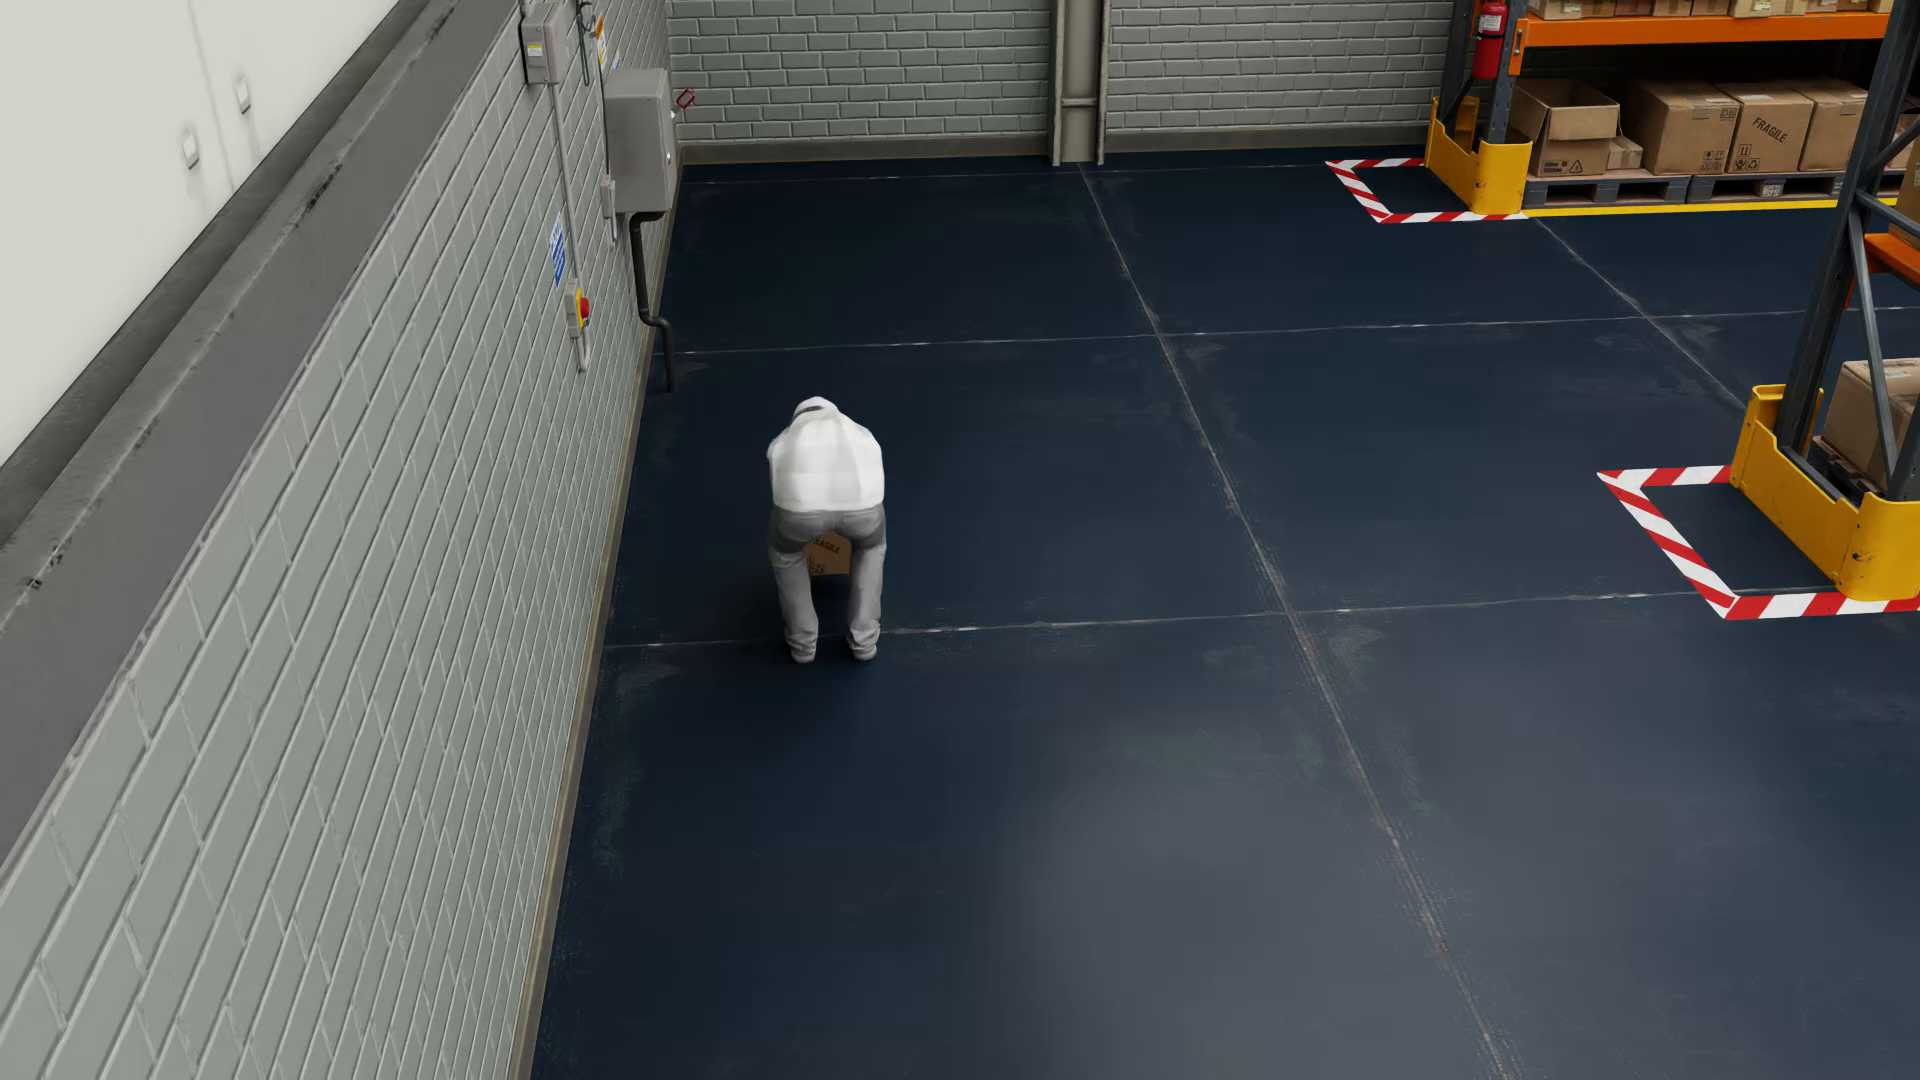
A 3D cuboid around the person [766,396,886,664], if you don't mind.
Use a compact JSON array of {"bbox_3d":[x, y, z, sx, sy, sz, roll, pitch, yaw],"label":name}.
[{"bbox_3d":[-0.571,-0.106,6.996,0.495,1.041,1.005,-4,31,-7],"label":"person"}]
